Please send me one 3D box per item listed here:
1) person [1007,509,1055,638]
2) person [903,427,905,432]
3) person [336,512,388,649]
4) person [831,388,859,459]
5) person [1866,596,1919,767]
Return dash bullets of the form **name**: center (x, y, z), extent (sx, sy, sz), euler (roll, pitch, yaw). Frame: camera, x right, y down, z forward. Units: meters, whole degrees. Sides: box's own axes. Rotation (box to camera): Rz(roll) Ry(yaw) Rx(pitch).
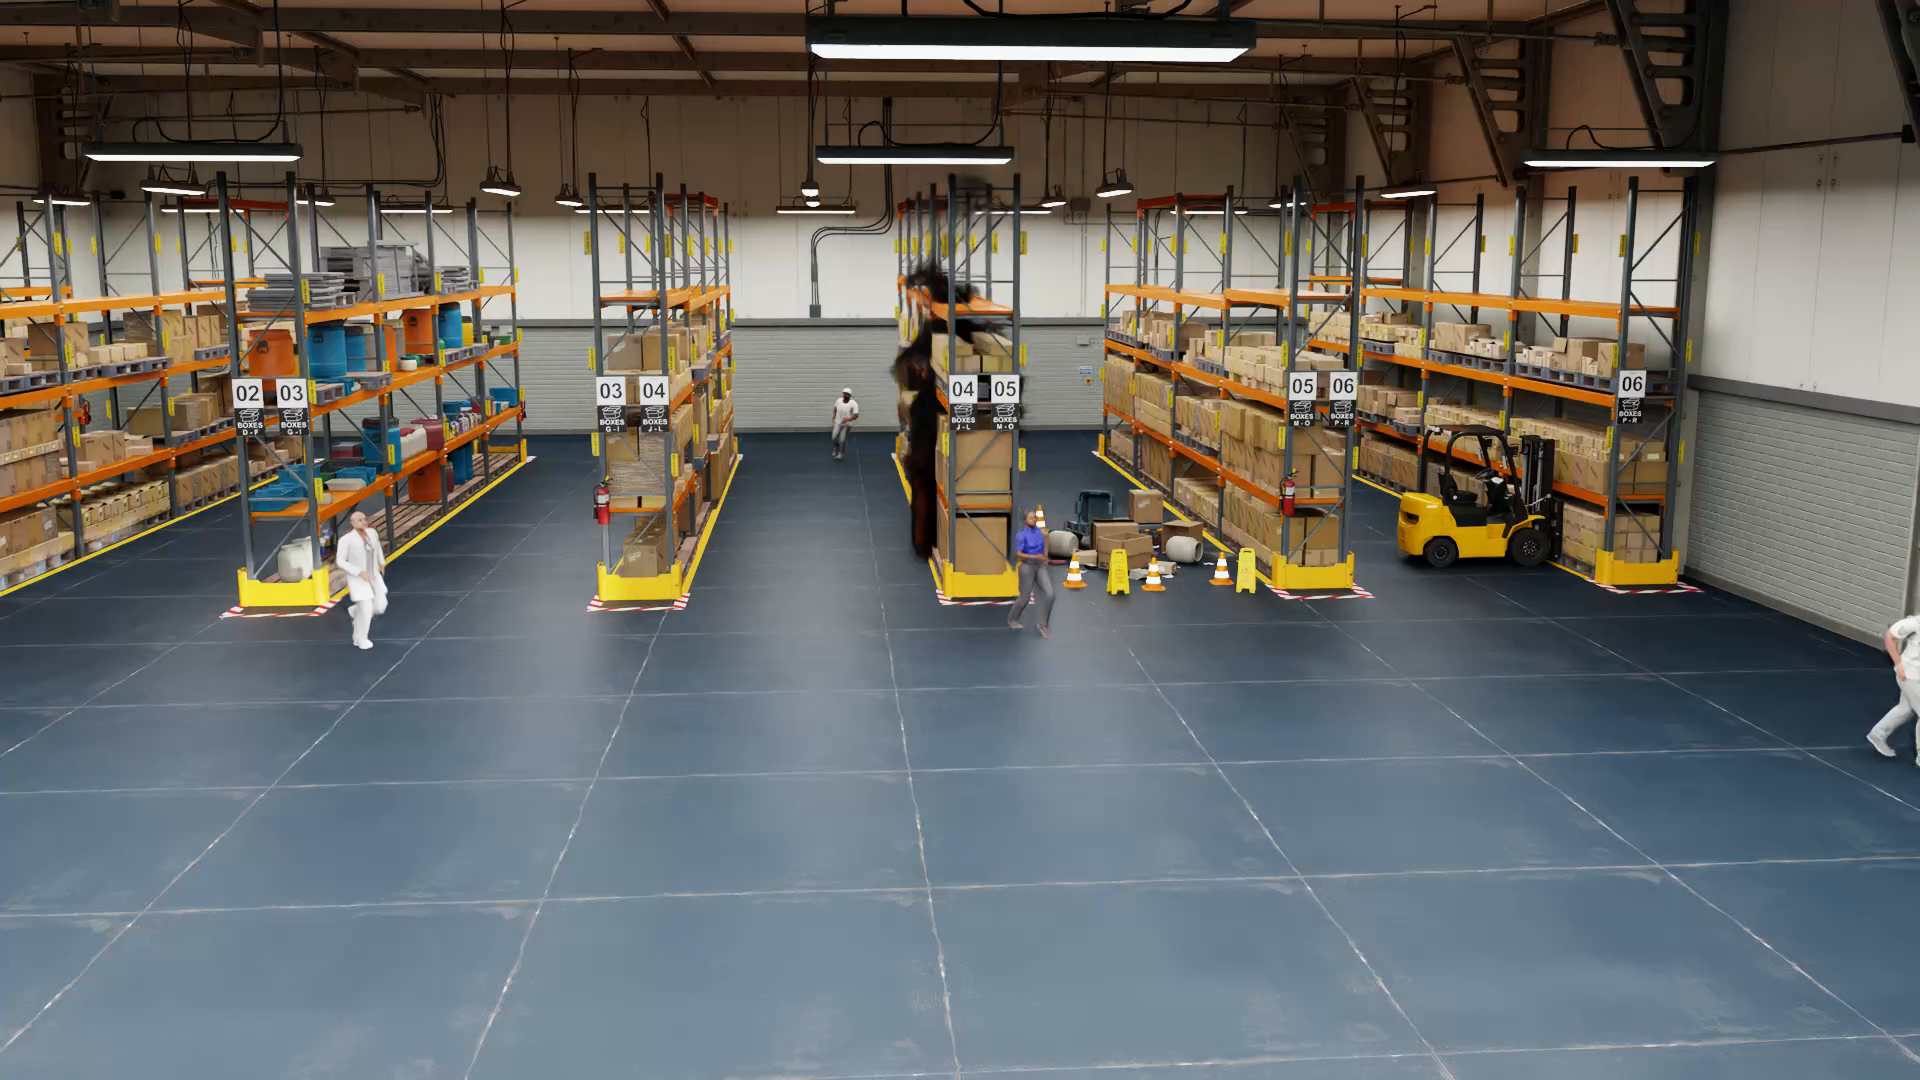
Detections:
- **person**: center (0.937, 0.433, 21.642), extent (0.582, 1.693, 0.749), euler (-7, 12, -36)
- **person**: center (-1.249, -3.019, 41.144), extent (0.545, 1.609, 0.693), euler (3, 10, 15)
- **person**: center (-7.510, 0.495, 20.939), extent (0.699, 1.738, 0.734), euler (7, 12, 33)
- **person**: center (-2.738, -2.755, 39.358), extent (0.729, 1.702, 0.573), euler (3, 11, 18)
- **person**: center (9.267, 1.348, 16.070), extent (0.585, 1.825, 0.896), euler (-7, 12, -34)
